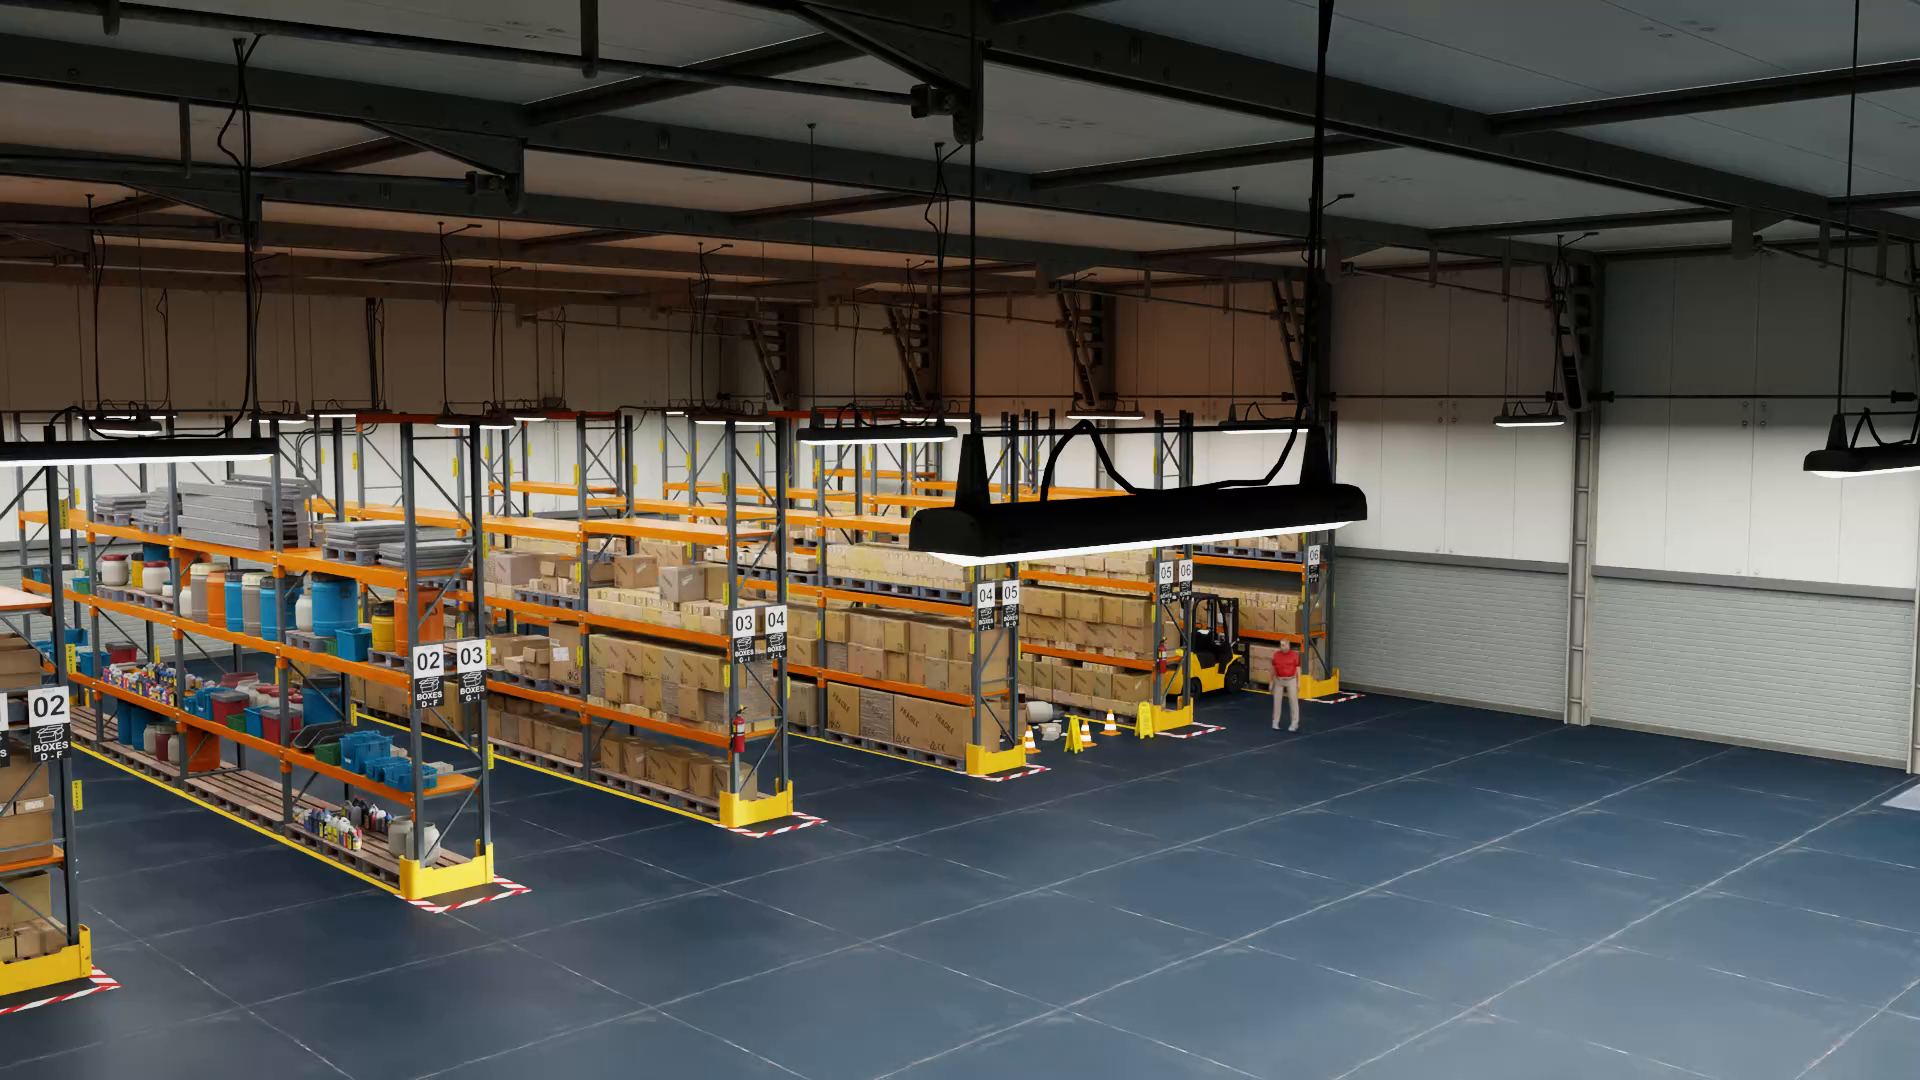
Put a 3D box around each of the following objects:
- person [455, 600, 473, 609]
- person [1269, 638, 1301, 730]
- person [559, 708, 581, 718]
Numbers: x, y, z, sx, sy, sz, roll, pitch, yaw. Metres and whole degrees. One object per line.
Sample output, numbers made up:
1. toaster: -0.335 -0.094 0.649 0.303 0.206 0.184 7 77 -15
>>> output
1. person: -12.255 1.944 41.080 0.405 1.667 0.776 0 5 -1
2. person: 6.156 2.723 31.569 0.585 1.732 0.433 2 5 24
3. person: -7.391 2.806 31.690 0.816 1.544 0.414 5 7 43
